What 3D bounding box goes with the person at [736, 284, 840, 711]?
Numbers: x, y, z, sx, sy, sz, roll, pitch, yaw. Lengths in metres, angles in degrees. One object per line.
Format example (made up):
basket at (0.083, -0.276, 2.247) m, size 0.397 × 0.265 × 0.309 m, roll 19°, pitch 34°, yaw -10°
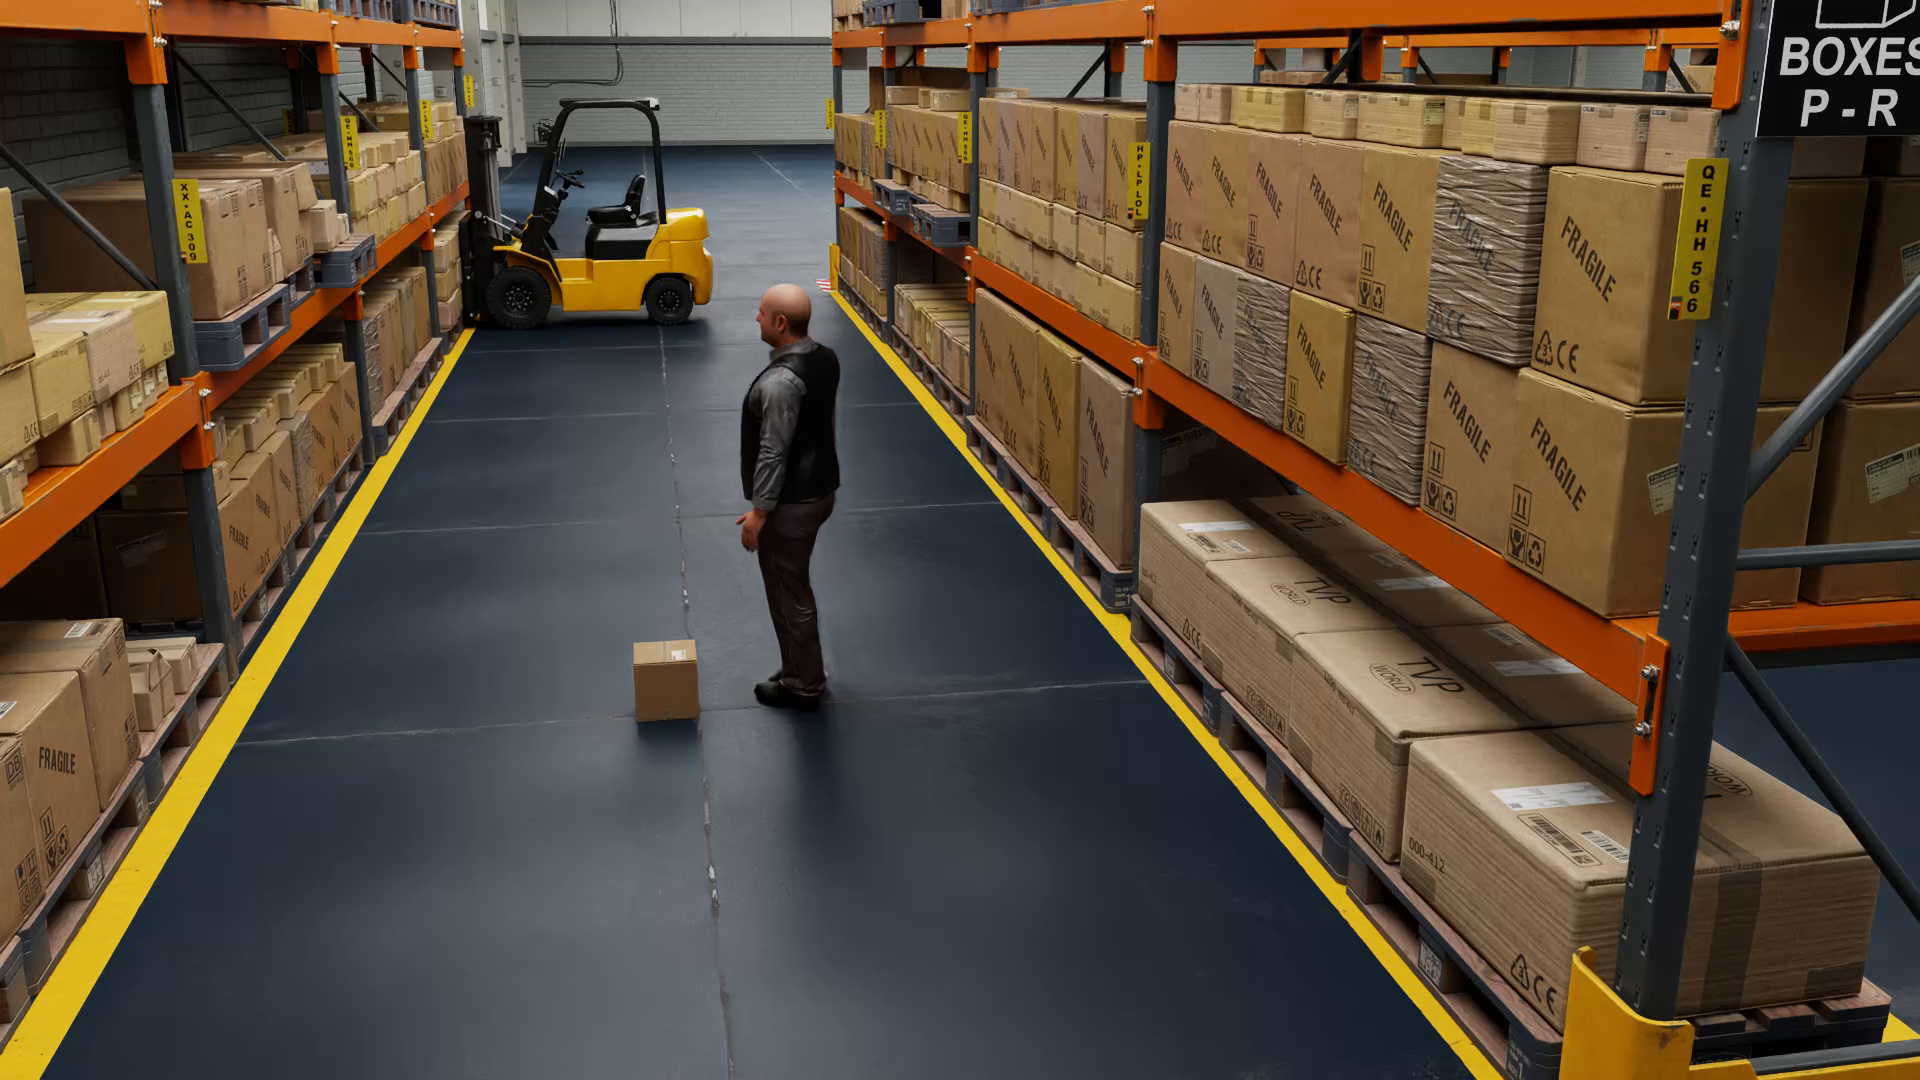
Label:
person at (-0.693, -0.134, 6.603) m, size 0.415 × 1.778 × 0.611 m, roll 4°, pitch 17°, yaw 15°
